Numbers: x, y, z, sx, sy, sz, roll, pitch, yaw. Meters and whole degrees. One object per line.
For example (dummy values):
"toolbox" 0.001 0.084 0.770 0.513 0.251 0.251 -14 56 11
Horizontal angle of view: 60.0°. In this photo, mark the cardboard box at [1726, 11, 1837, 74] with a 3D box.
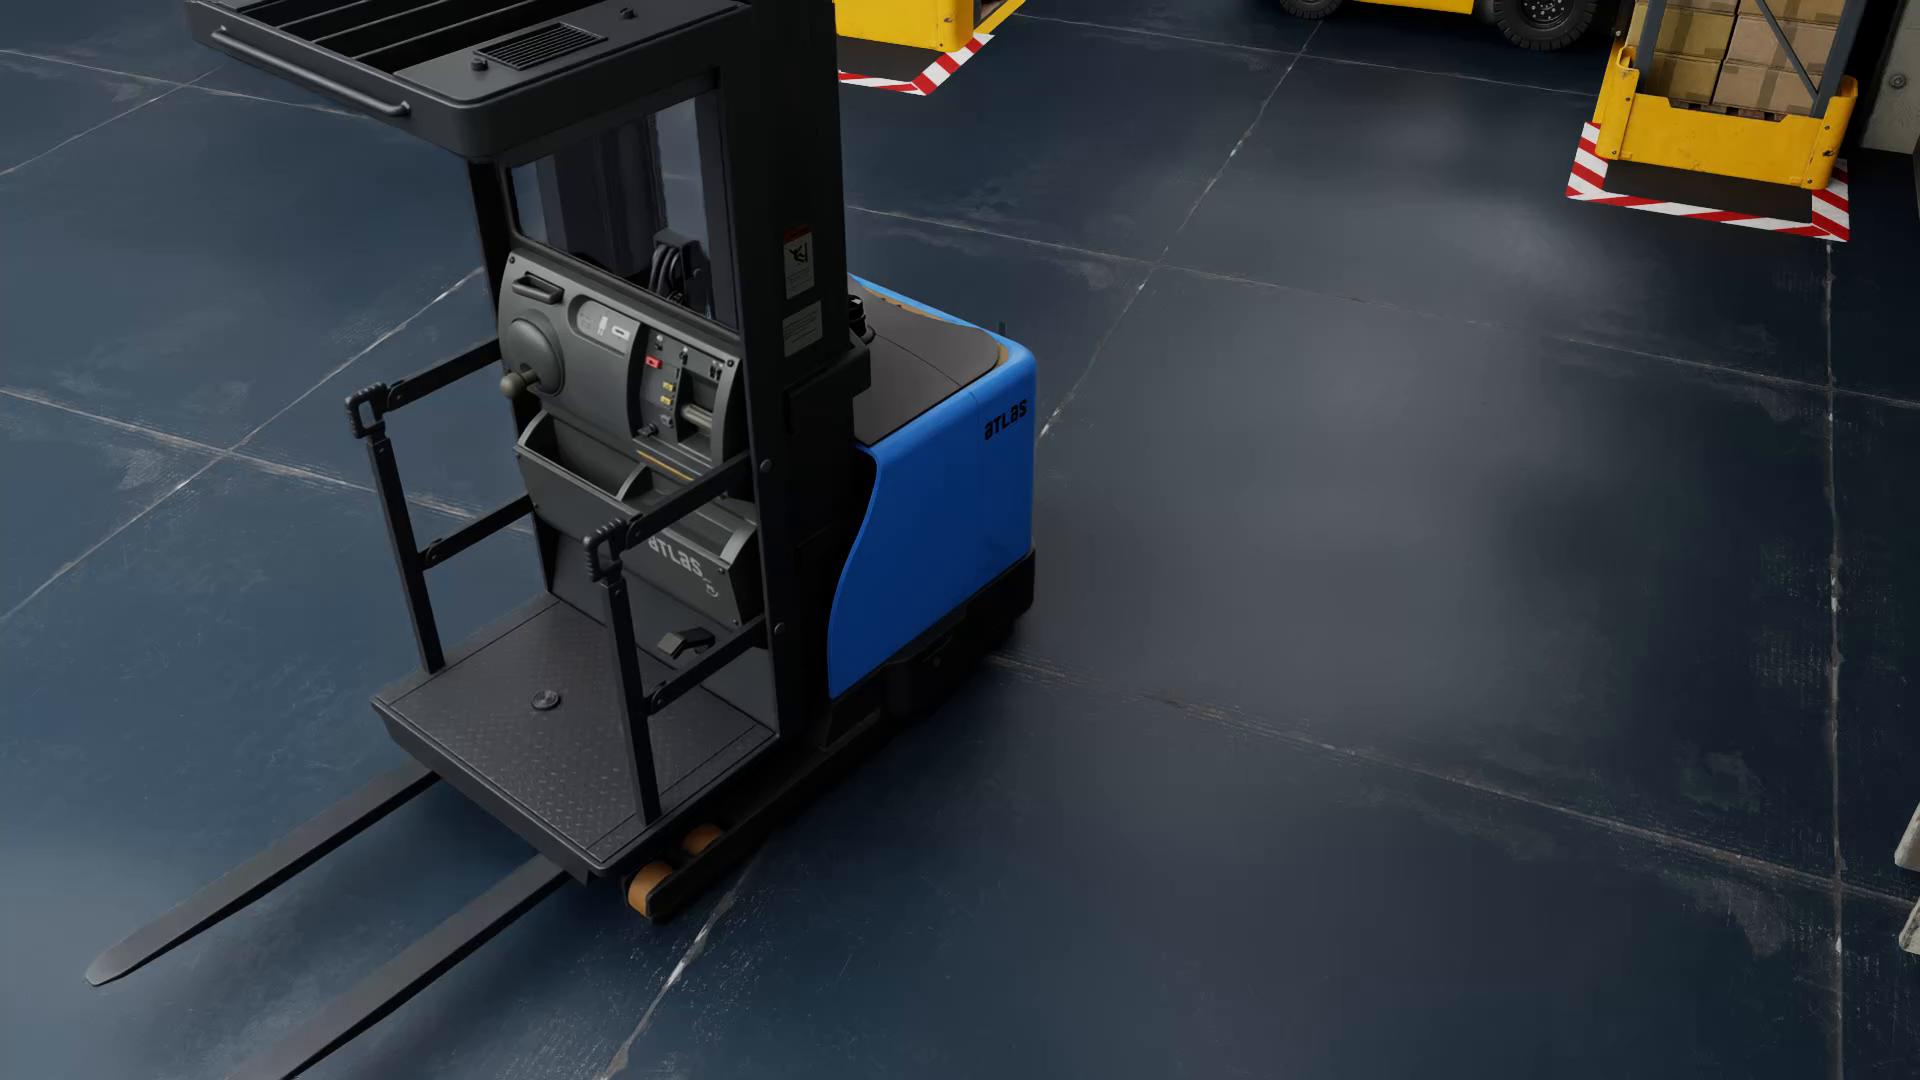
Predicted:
"cardboard box" 4.432 -2.742 8.941 0.500 0.250 0.500 15 39 19

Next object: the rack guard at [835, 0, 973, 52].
"rack guard" -0.502 -3.431 10.423 1.175 0.500 0.348 14 39 18

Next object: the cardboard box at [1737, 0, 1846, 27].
"cardboard box" 4.419 -2.952 8.805 0.500 0.250 0.500 13 39 17

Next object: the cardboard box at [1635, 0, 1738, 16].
"cardboard box" 3.948 -3.055 8.943 0.500 0.250 0.500 15 39 19

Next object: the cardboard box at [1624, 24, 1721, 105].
"cardboard box" 3.947 -2.661 9.250 0.500 0.250 0.500 14 39 18

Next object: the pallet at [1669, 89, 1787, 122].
"pallet" 4.313 -2.578 9.522 1.003 0.211 1.213 14 39 18

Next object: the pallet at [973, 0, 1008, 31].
"pallet" -0.160 -3.757 11.101 1.003 0.211 1.213 14 39 18

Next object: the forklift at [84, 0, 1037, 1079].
"forklift" -1.071 -0.424 4.370 1.130 2.935 3.031 27 44 31

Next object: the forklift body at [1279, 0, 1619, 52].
"forklift body" 3.095 -4.387 10.323 2.313 2.155 1.214 14 39 18

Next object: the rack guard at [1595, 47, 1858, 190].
"rack guard" 4.052 -2.247 8.839 1.175 0.500 0.348 14 39 18

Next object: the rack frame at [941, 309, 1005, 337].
"rack frame" 0.045 -0.422 6.063 0.240 0.900 0.006 15 39 19

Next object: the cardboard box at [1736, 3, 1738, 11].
"cardboard box" 4.612 -3.022 9.316 0.500 0.250 0.500 13 39 17

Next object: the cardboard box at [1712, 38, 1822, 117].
"cardboard box" 4.429 -2.556 9.110 0.500 0.250 0.500 14 39 18

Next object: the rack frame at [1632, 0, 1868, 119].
"rack frame" 4.061 -3.262 8.108 1.000 3.000 0.127 14 39 18

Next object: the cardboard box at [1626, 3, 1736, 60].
"cardboard box" 3.957 -2.870 9.112 0.500 0.250 0.500 13 39 17

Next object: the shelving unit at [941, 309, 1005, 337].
"shelving unit" 0.005 -0.366 5.988 0.258 0.900 0.210 15 39 19
